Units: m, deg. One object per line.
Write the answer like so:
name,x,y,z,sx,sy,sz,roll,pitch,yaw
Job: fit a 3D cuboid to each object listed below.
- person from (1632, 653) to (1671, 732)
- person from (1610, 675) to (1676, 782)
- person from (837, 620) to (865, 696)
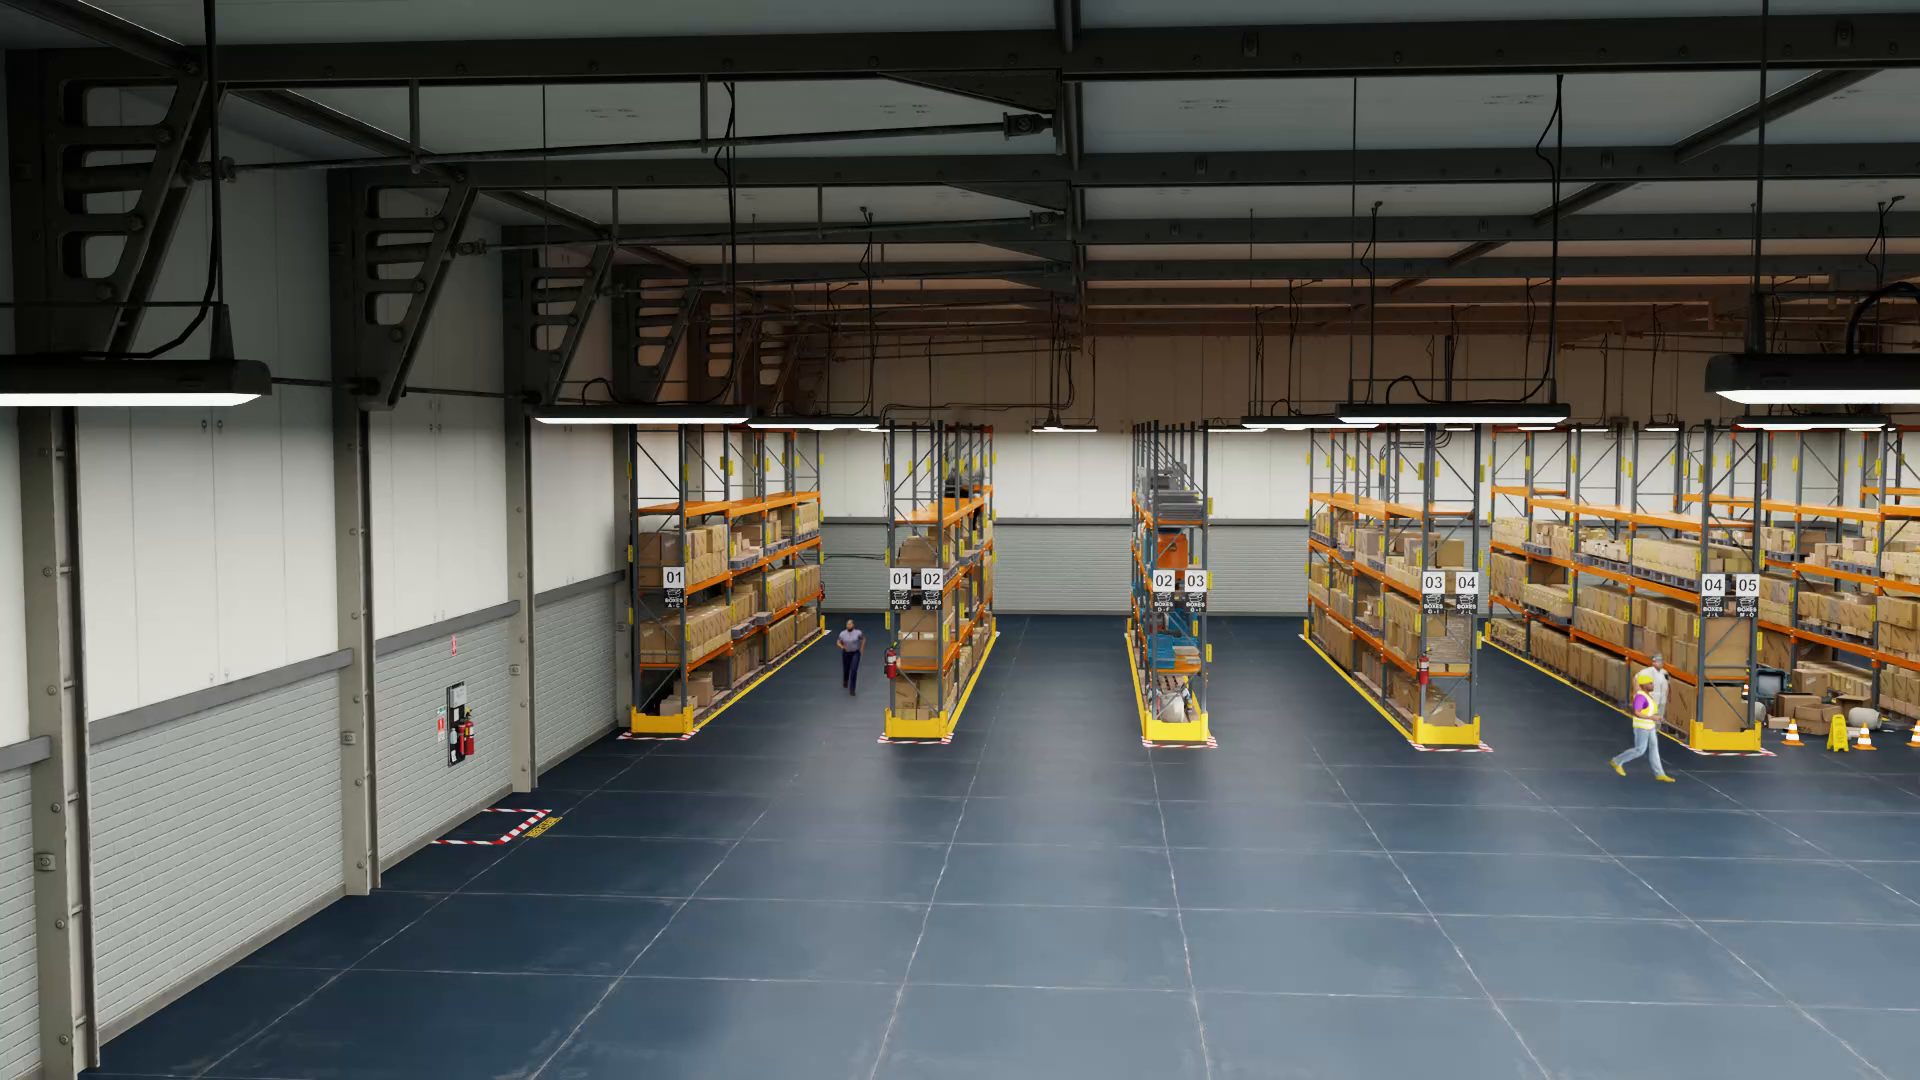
person,12.676,2.928,30.305,0.699,1.745,0.544,-1,4,-13
person,11.250,3.086,27.355,1.016,1.744,0.695,3,5,39
person,-2.407,2.587,36.843,0.615,1.645,0.914,0,4,1
